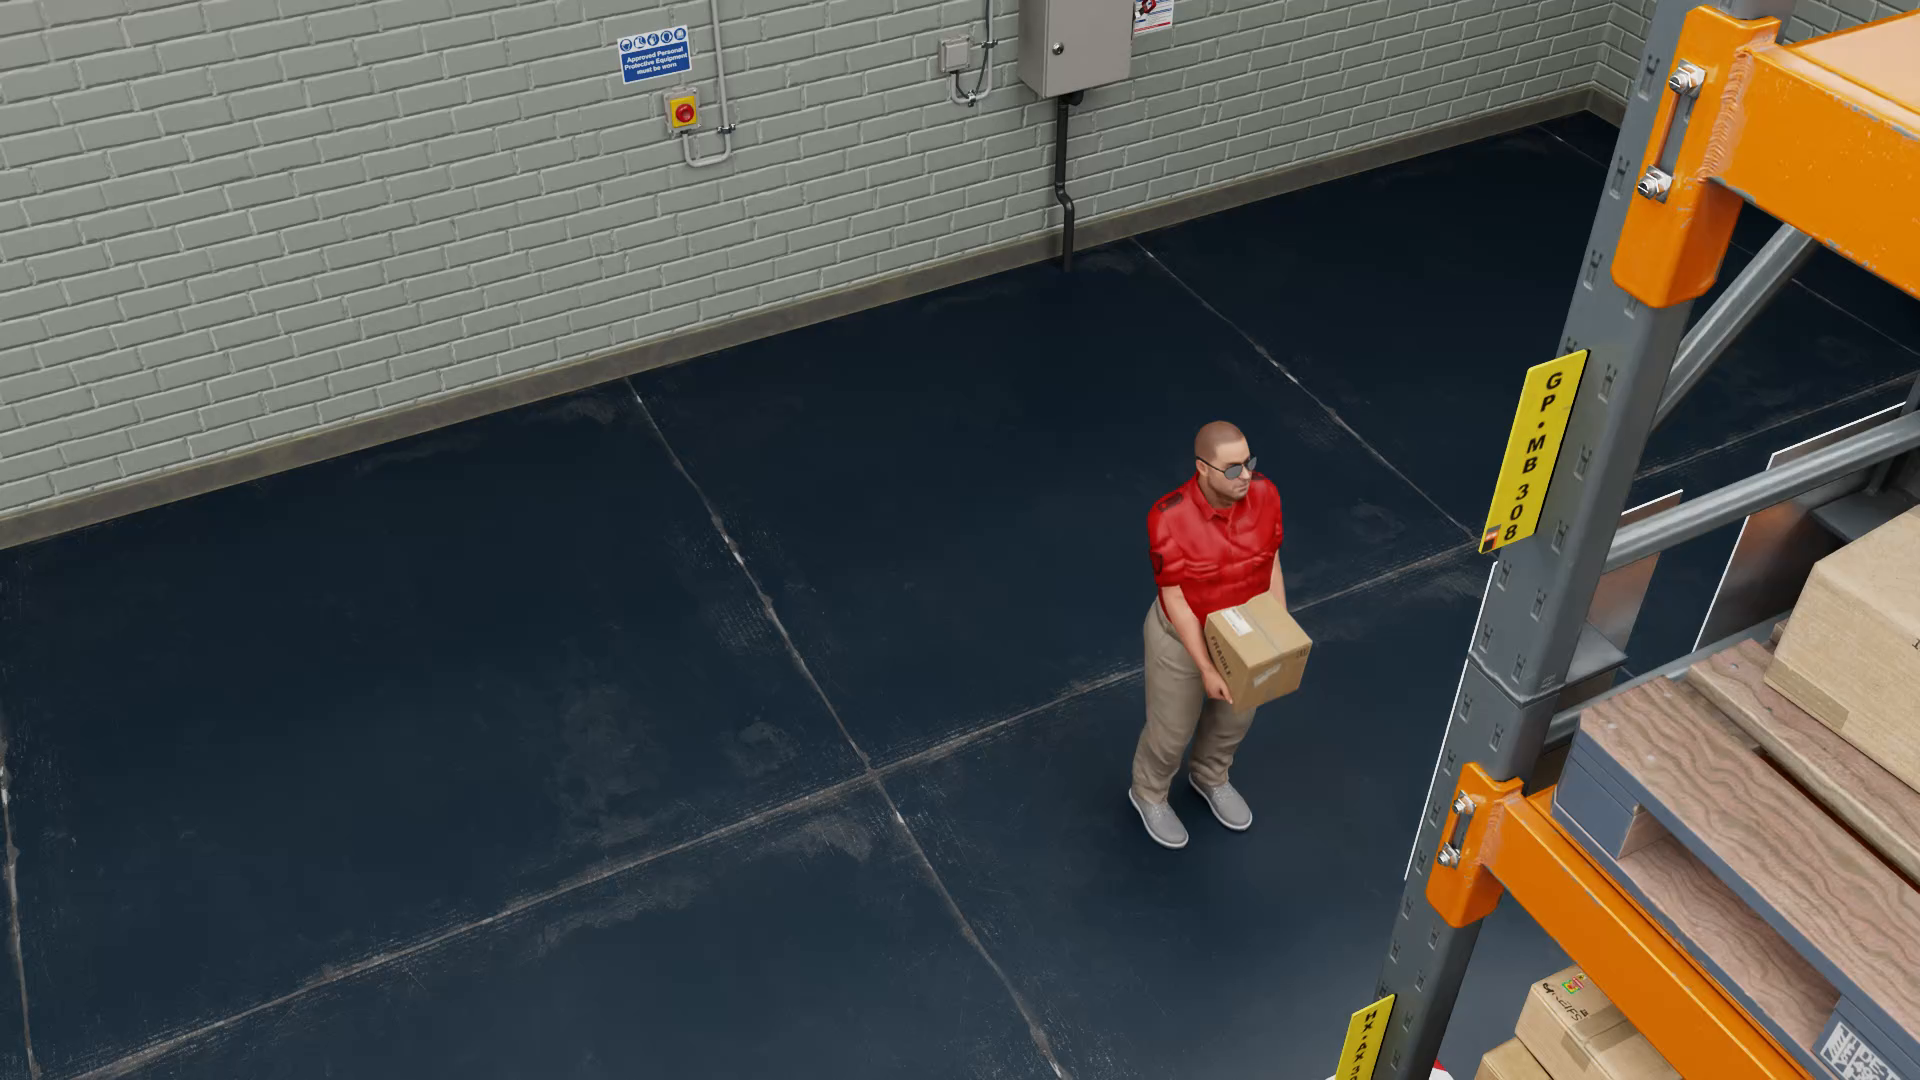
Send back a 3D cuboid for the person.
[{"bbox_3d":[0.906,0.384,5.737,0.494,1.713,0.529,-19,44,-20],"label":"person"}]
